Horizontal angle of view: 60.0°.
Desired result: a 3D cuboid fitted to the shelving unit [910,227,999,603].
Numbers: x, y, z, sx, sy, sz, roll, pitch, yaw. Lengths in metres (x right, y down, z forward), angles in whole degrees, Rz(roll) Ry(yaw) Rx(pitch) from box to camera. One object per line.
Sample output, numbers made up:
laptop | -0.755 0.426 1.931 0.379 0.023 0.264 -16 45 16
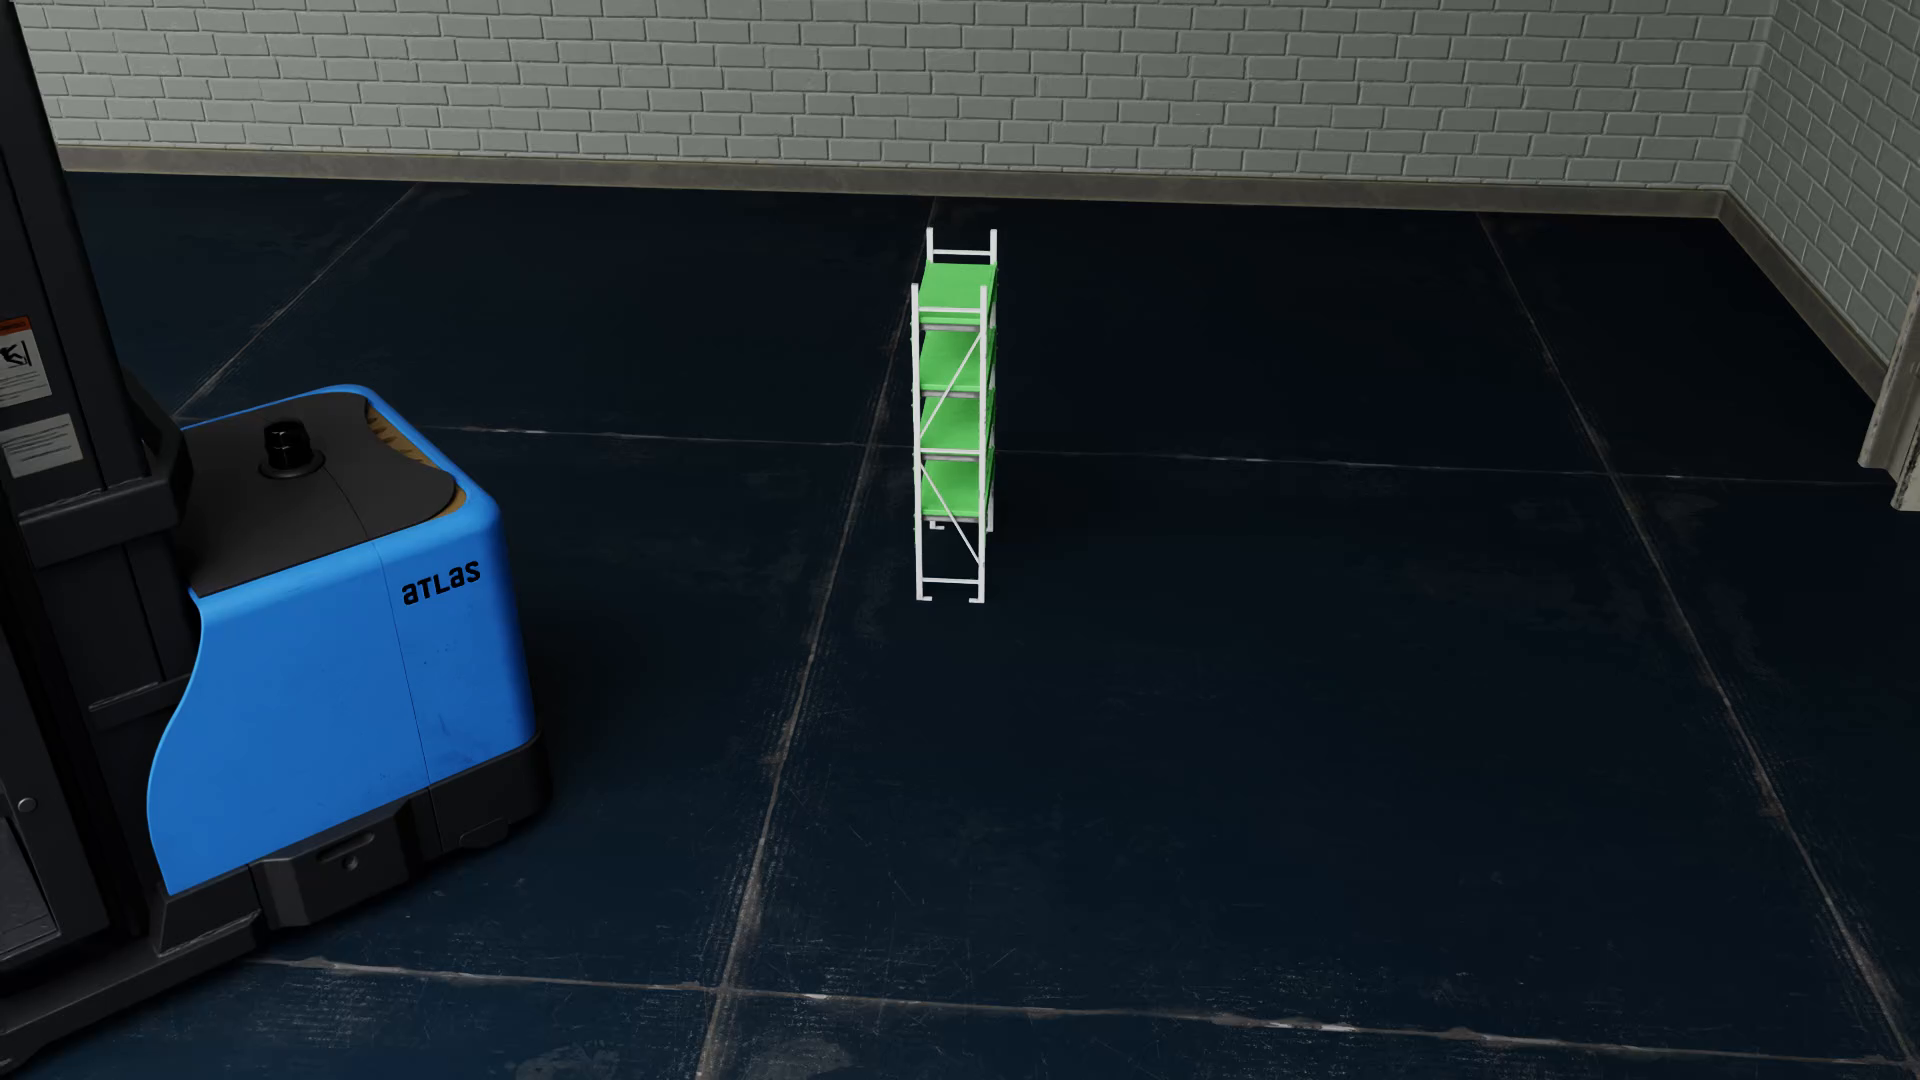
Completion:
shelving unit | -0.013 -0.424 5.795 0.258 1.200 0.503 2 32 4

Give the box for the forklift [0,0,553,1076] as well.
forklift | -2.667 -0.144 3.690 3.031 2.935 1.130 -23 38 -32

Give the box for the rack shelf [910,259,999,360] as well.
rack shelf | -0.014 -0.778 5.576 0.258 0.148 0.480 2 32 4

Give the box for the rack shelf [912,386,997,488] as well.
rack shelf | -0.013 -0.370 5.828 0.258 0.148 0.480 2 32 4

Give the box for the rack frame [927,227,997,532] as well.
rack frame | 0.006 -0.552 6.002 0.240 1.200 0.015 2 32 4

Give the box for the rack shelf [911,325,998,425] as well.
rack shelf | -0.014 -0.574 5.702 0.258 0.148 0.480 2 32 4

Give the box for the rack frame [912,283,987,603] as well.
rack frame | -0.033 -0.297 5.588 0.240 1.200 0.015 2 32 4

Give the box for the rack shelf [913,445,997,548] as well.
rack shelf | -0.013 -0.166 5.954 0.258 0.148 0.480 2 32 4
